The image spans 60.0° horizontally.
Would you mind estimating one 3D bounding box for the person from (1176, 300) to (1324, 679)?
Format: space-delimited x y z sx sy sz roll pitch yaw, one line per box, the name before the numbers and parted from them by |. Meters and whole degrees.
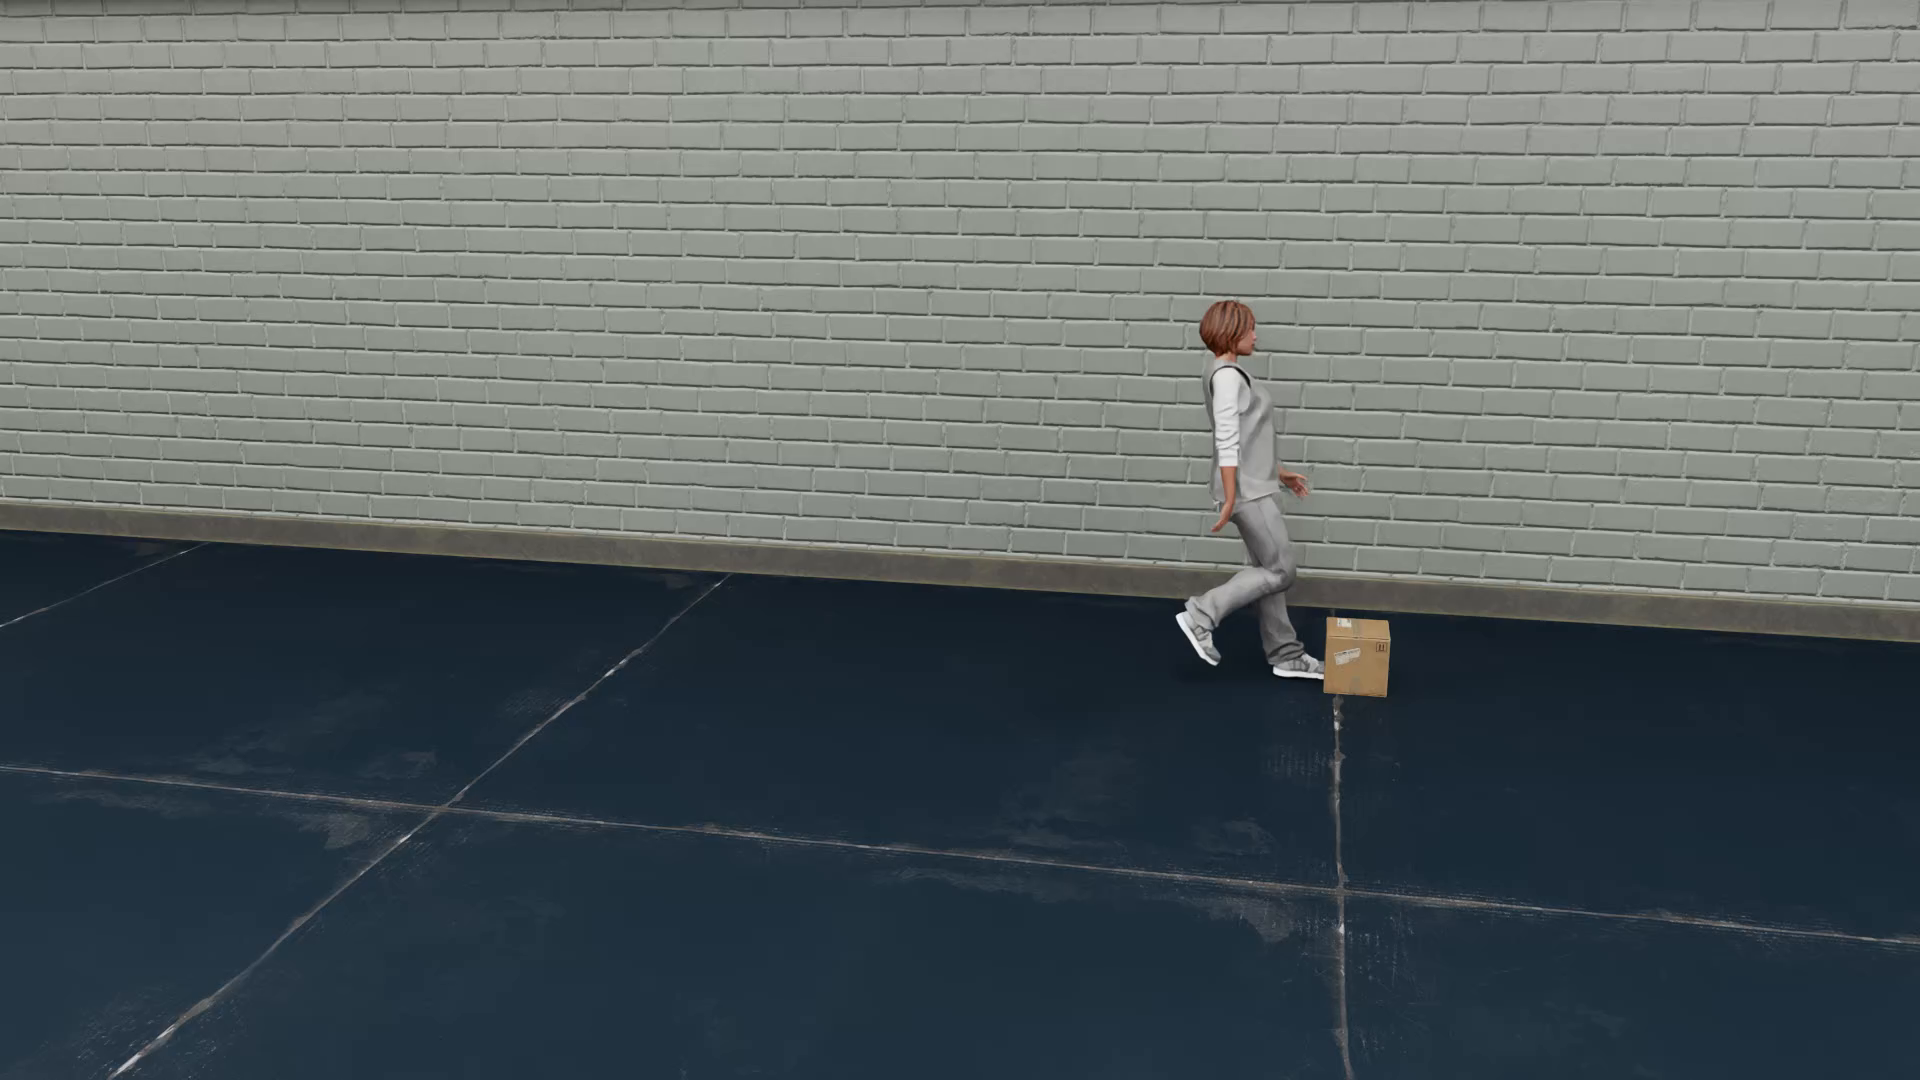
person | 1.237 -0.182 6.746 0.682 1.557 0.458 2 15 6
